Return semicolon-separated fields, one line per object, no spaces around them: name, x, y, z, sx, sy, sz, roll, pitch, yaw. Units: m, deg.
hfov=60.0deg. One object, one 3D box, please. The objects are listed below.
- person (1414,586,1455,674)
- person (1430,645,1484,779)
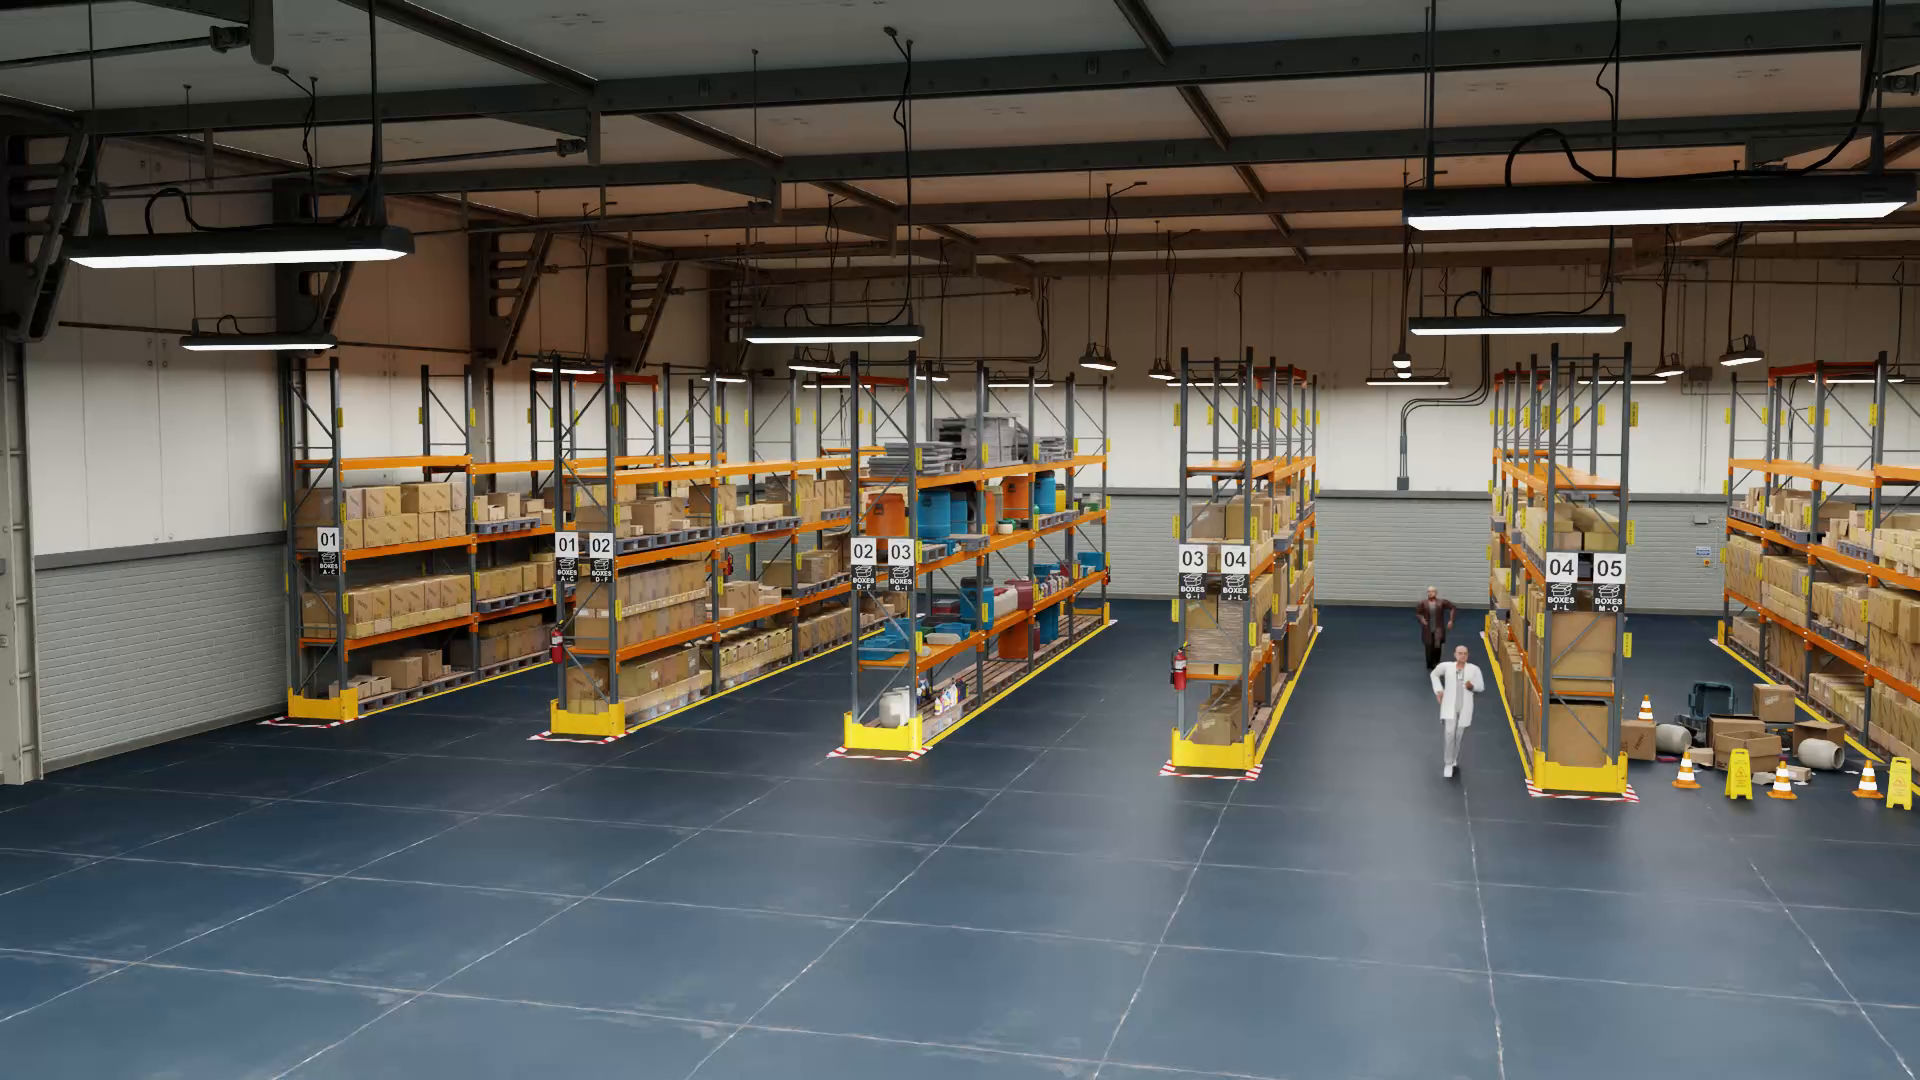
person;9.173;1.763;32.179;0.737;1.736;0.839;2;5;24
person;7.001;2.379;23.406;0.686;1.805;0.917;1;4;7
